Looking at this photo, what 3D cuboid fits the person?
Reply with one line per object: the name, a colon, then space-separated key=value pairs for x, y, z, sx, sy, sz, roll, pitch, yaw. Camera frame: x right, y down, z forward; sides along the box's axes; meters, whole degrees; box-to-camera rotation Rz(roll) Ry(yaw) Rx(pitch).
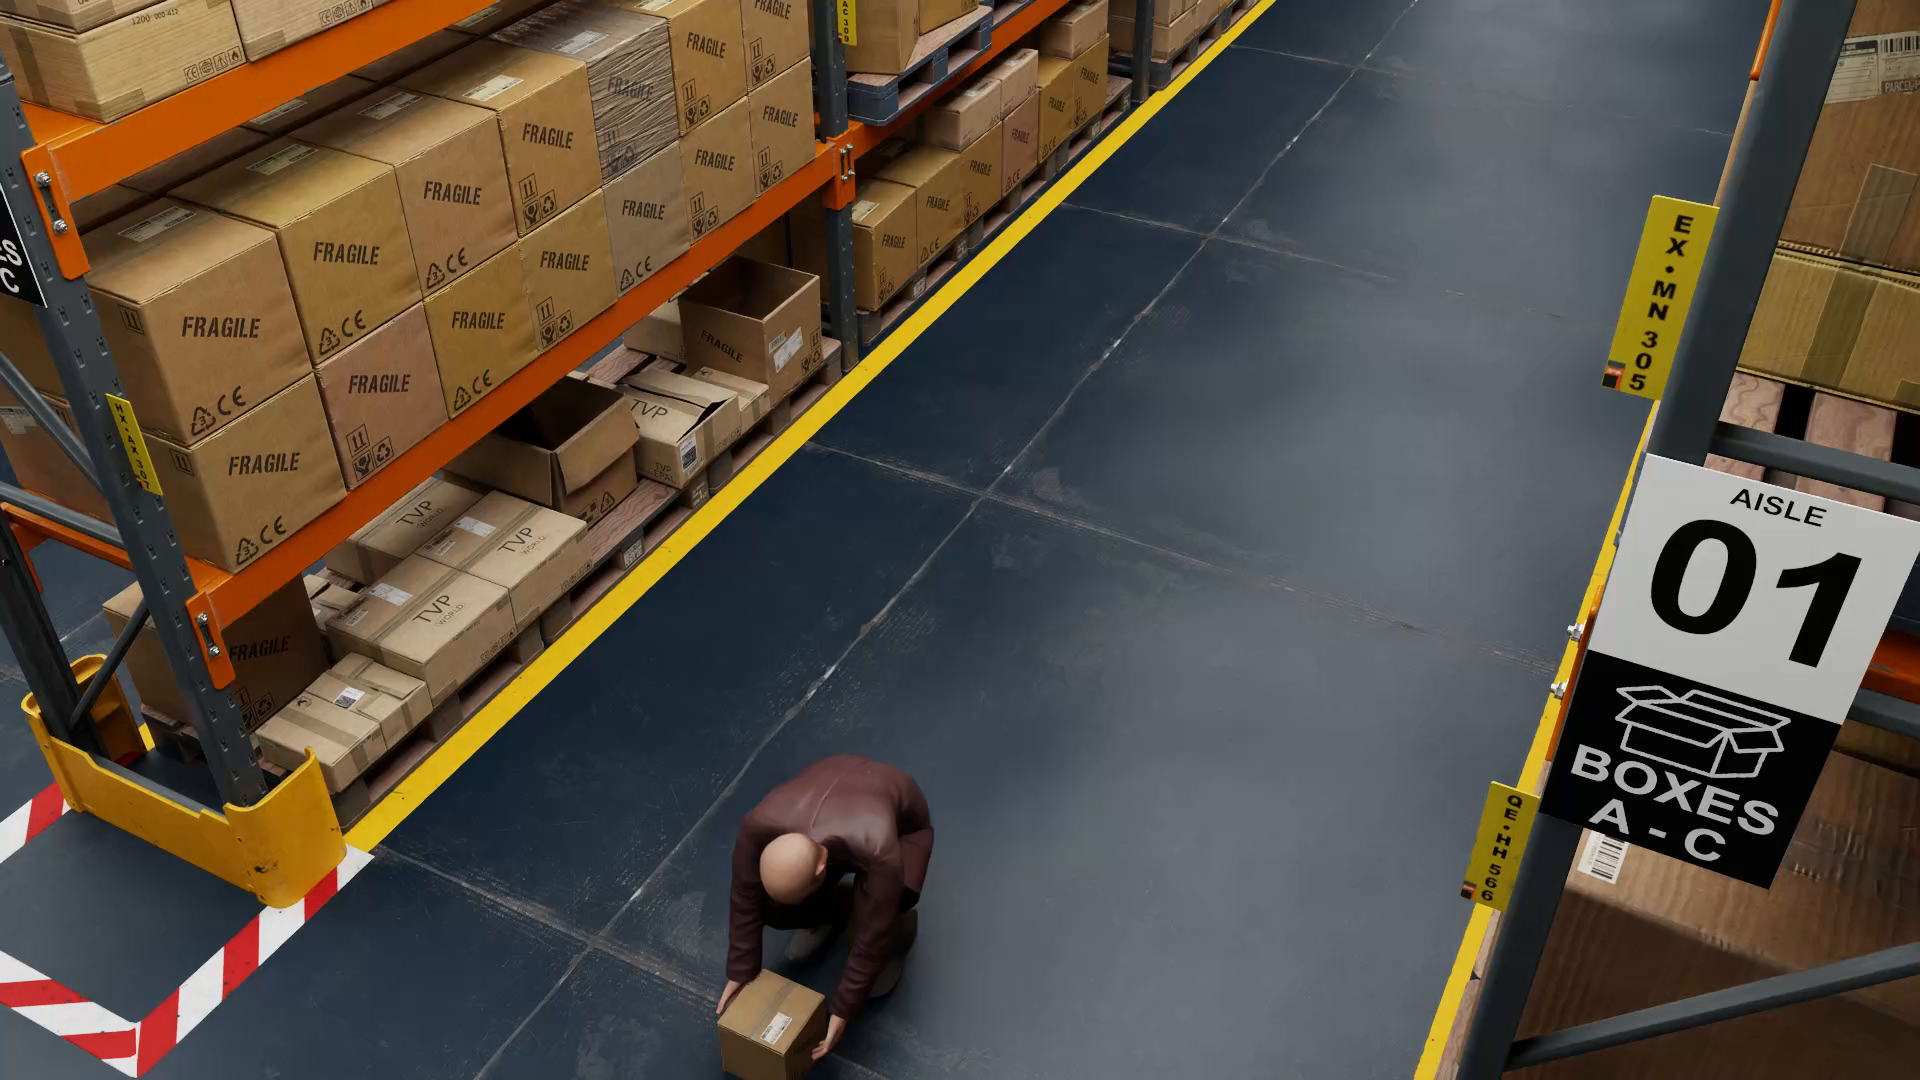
person: x=-0.403 y=1.096 z=5.389 sx=0.609 sy=0.982 sz=0.903 roll=17 pitch=41 yaw=21
